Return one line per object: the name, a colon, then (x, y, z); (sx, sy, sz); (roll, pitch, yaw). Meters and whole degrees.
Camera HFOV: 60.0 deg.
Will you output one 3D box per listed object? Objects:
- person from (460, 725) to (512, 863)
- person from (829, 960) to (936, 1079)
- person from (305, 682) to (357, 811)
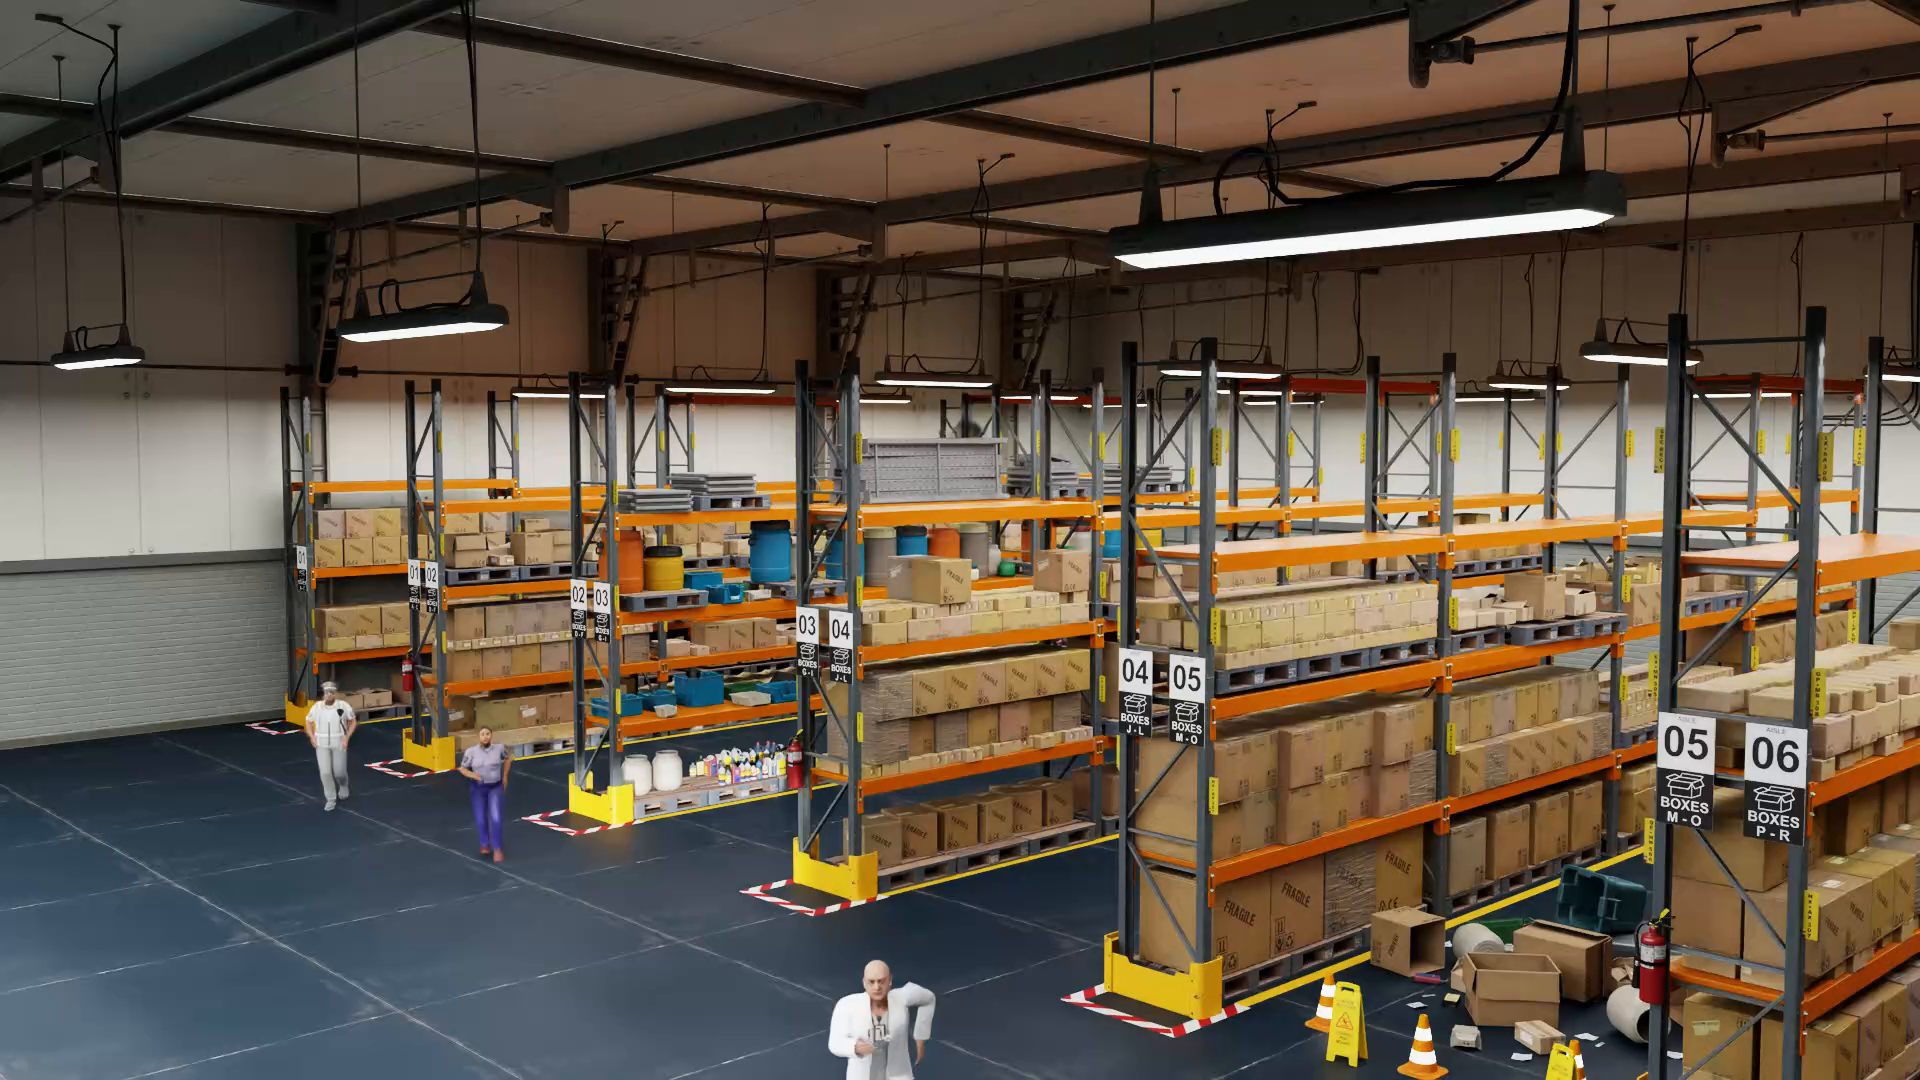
person: (-5.732, 3.071, 20.124); (0.589, 1.677, 0.708); (-1, 4, -13)
person: (-0.510, 3.625, 10.949); (0.673, 1.634, 0.895); (0, 4, 3)
person: (-8.725, 2.824, 23.072); (0.677, 1.762, 0.628); (-1, 4, -14)
